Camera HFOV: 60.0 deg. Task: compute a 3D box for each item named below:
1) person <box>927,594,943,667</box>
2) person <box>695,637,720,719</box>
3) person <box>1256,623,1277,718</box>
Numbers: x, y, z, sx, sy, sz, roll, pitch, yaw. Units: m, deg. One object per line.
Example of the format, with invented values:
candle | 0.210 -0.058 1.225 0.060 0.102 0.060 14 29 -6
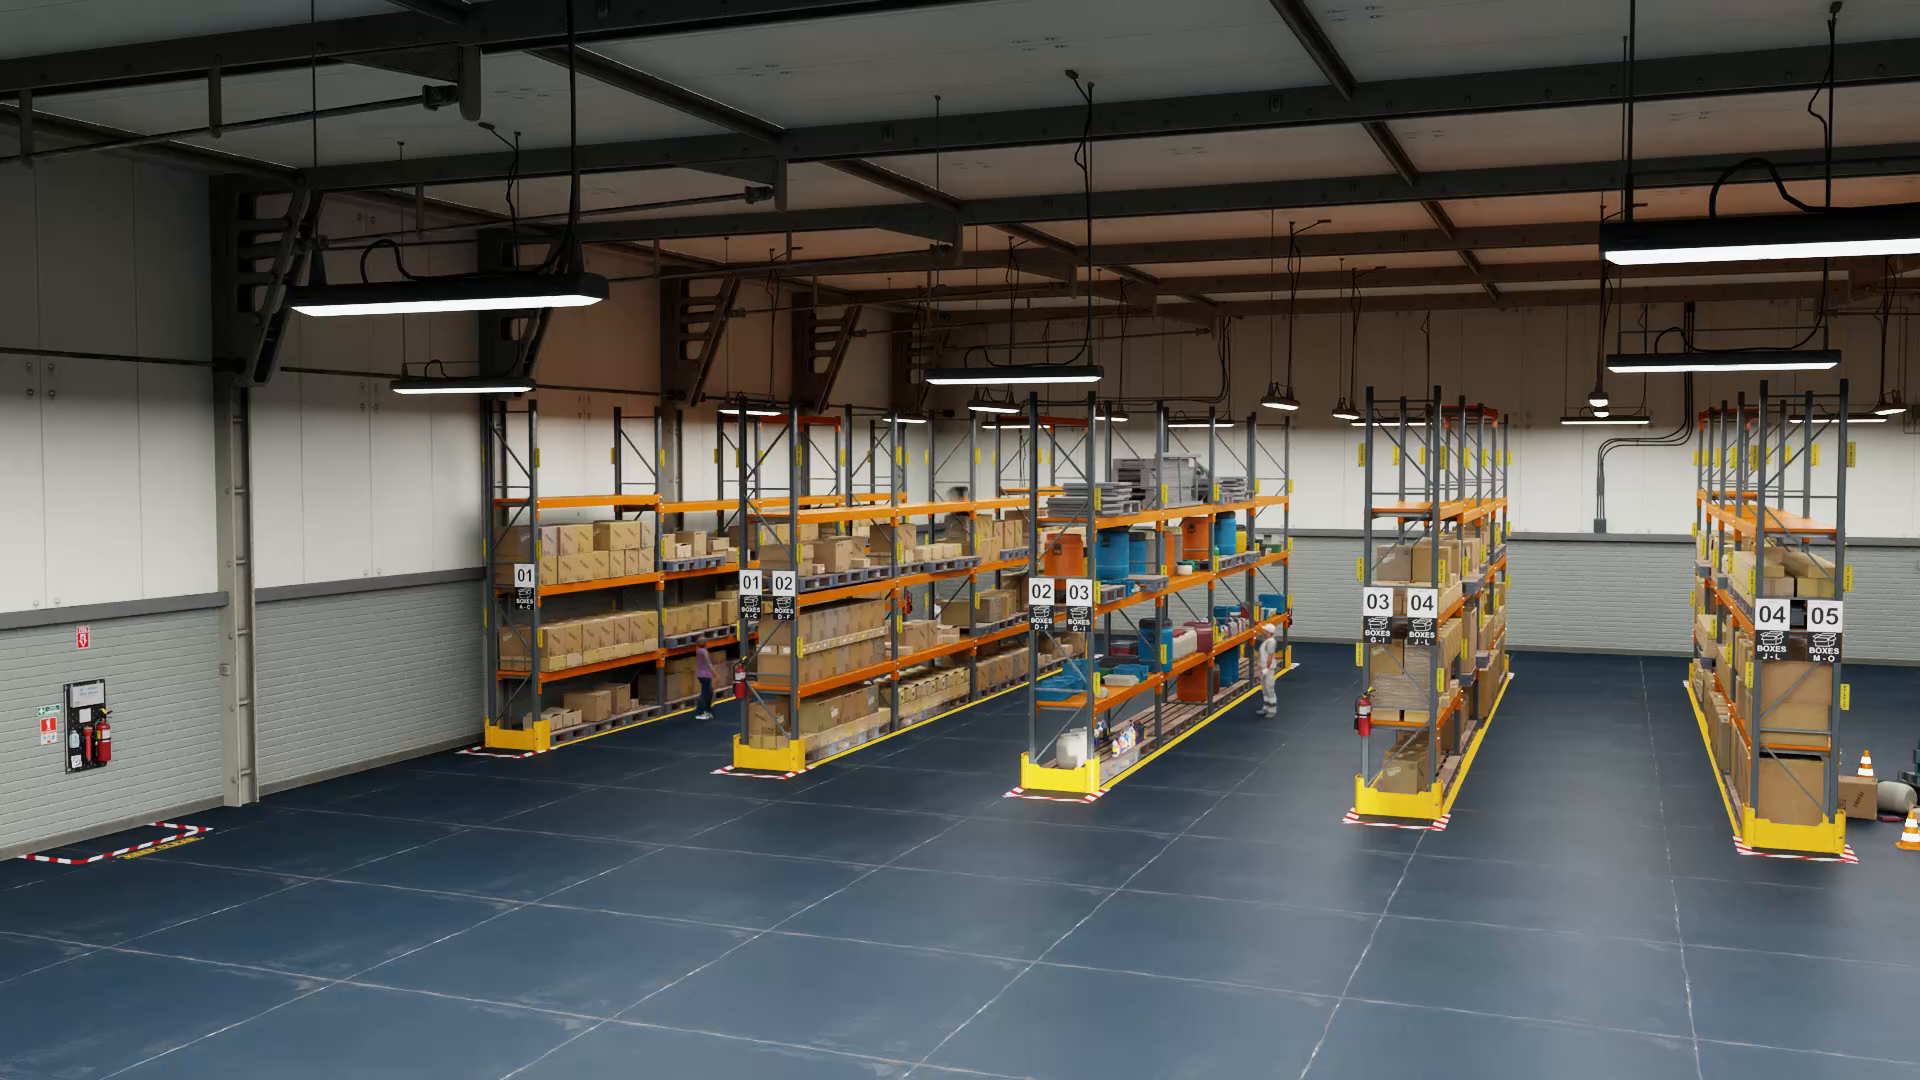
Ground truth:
person | -0.471 2.173 39.613 0.515 1.801 0.581 2 4 37
person | -4.854 2.656 31.761 0.506 1.639 0.446 -2 3 -36
person | 5.960 2.526 32.296 0.416 1.818 0.563 -1 3 -15
